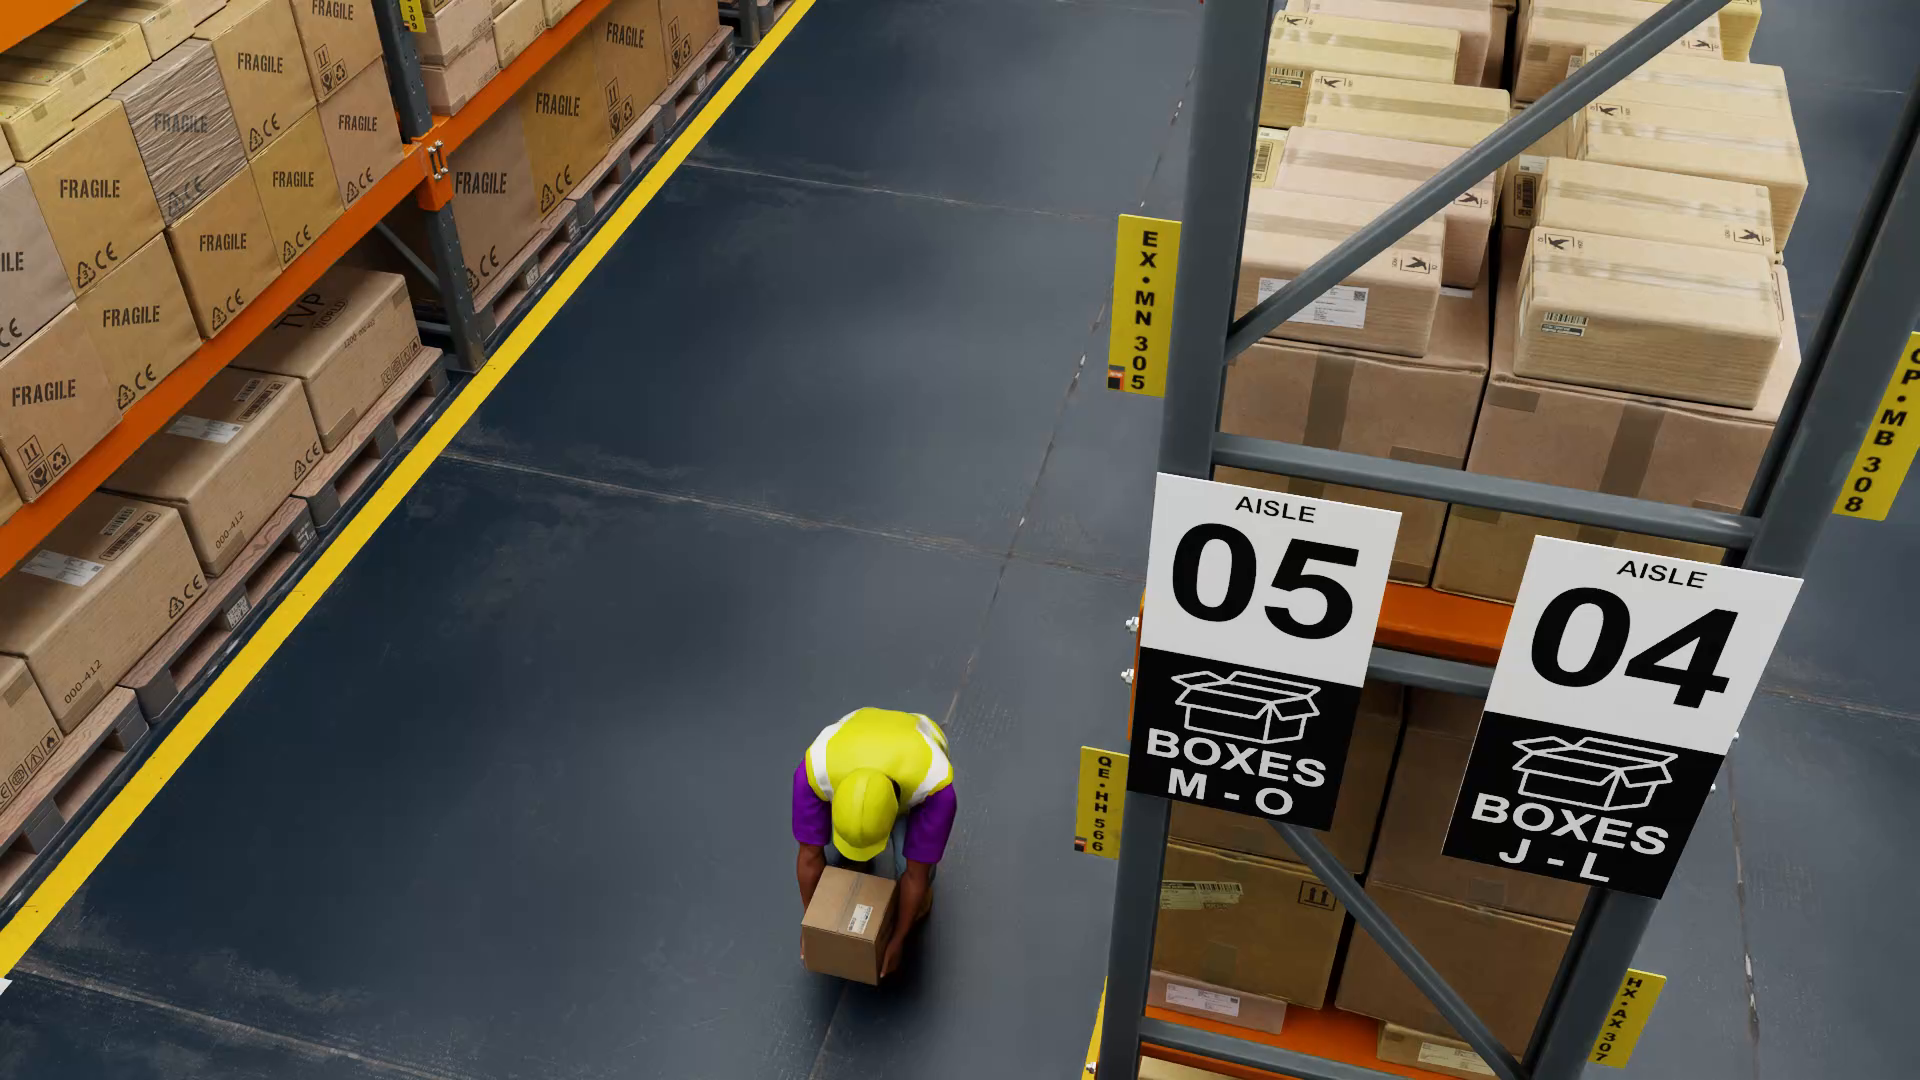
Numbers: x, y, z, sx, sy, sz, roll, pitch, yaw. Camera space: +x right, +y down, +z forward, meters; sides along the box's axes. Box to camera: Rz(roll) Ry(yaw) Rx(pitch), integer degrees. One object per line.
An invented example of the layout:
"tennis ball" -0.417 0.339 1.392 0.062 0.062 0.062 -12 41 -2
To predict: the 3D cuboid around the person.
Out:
"person" -0.264 0.938 5.636 0.545 1.014 0.898 8 41 9
